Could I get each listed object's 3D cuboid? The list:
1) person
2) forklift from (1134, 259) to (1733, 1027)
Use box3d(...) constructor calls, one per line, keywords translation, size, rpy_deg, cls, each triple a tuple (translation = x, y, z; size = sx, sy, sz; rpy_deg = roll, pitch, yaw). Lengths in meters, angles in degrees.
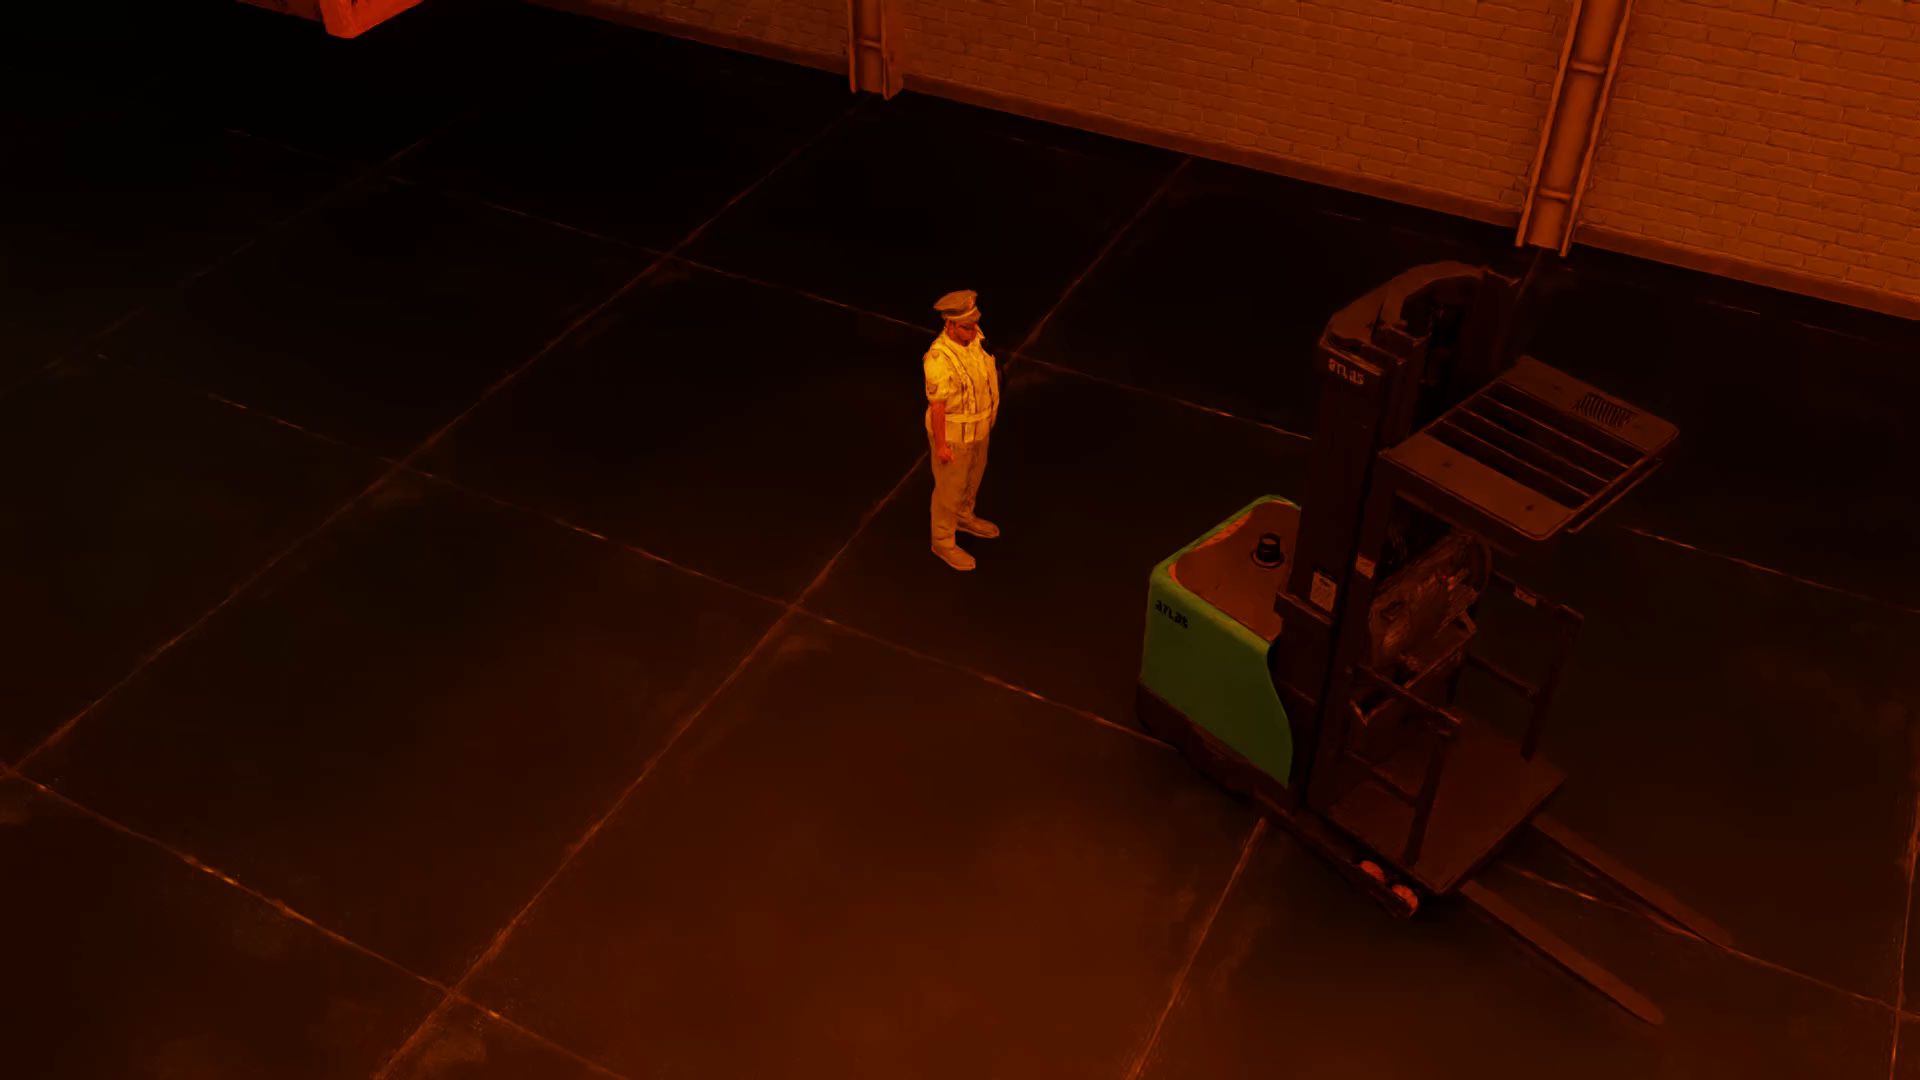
box3d(translation=(0.025, -0.669, 9.682), size=(0.373, 1.773, 0.523), rpy_deg=(18, 43, 21), cls="person")
box3d(translation=(2.316, 0.340, 7.583), size=(1.130, 2.935, 3.031), rpy_deg=(-31, 49, -31), cls="forklift")
